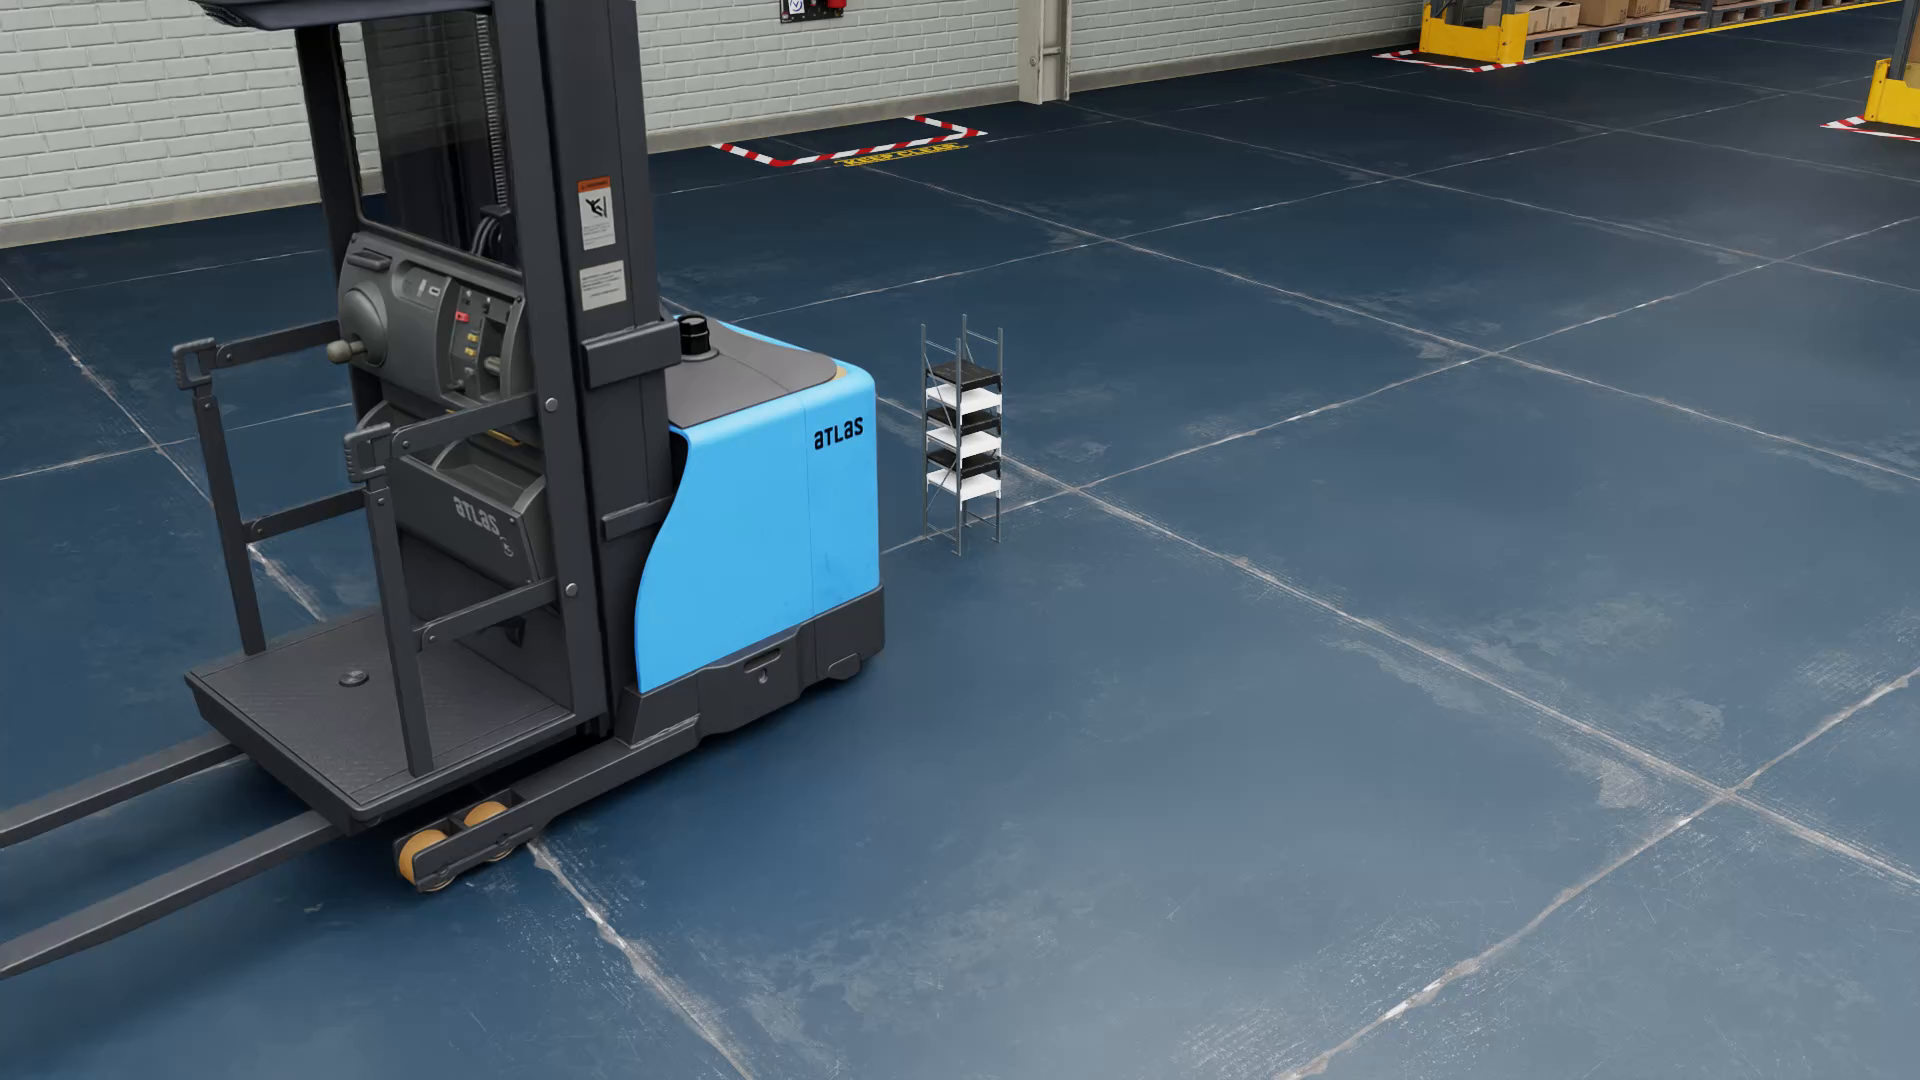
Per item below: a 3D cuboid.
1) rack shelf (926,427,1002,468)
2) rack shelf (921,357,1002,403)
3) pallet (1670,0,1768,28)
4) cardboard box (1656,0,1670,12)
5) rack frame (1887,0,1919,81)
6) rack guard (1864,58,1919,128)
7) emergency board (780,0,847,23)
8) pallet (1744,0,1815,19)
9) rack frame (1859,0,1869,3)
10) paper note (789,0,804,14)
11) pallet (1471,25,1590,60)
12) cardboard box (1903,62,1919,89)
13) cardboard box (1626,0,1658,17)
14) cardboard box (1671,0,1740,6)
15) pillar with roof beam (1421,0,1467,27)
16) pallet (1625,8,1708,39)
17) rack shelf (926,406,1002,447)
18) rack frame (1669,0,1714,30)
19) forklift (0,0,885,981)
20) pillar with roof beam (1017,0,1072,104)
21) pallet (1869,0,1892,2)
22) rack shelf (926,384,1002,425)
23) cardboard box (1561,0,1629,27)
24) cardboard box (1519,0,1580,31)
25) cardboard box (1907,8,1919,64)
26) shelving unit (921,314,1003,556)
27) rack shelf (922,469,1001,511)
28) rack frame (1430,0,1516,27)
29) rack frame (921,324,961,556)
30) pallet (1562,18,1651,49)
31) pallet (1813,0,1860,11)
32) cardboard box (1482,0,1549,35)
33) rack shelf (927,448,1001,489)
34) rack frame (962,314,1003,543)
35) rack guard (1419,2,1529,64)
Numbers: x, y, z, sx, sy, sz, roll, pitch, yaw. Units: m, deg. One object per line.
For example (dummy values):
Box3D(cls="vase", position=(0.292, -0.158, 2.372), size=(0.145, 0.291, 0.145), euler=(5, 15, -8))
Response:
Box3D(cls="rack shelf", position=(0.006, -0.380, 6.579), size=(0.200, 0.077, 0.258), euler=(-18, 31, -34))
Box3D(cls="rack shelf", position=(0.006, -0.625, 6.465), size=(0.200, 0.077, 0.258), euler=(-18, 31, -34))
Box3D(cls="pallet", position=(9.251, -6.588, 20.693), size=(1.213, 0.211, 1.003), euler=(-18, 31, -34))
Box3D(cls="cardboard box", position=(8.237, -6.415, 19.853), size=(0.380, 0.166, 0.250), euler=(22, 33, 39))
Box3D(cls="rack frame", position=(8.551, -4.971, 13.897), size=(0.127, 3.000, 1.000), euler=(-18, 31, -34))
Box3D(cls="rack guard", position=(8.532, -3.830, 14.410), size=(0.348, 0.500, 1.175), euler=(-18, 31, -34))
Box3D(cls="emergency board", position=(-1.181, -4.891, 13.726), size=(0.643, 1.169, 0.194), euler=(-18, 31, -34))
Box3D(cls="pallet", position=(10.211, -6.906, 21.380), size=(1.213, 0.211, 1.003), euler=(-18, 31, -34))
Box3D(cls="rack frame", position=(11.787, -8.689, 21.908), size=(0.127, 3.000, 1.000), euler=(-18, 31, -34))
Box3D(cls="paper note", position=(-1.363, -4.468, 13.861), size=(0.142, 0.148, 0.016), euler=(-18, 31, -34))
Box3D(cls="pallet", position=(6.212, -5.565, 18.490), size=(1.213, 0.211, 1.003), euler=(-18, 31, -34))
Box3D(cls="cardboard box", position=(8.791, -4.151, 14.898), size=(0.500, 0.250, 0.500), euler=(-18, 31, -34))
Box3D(cls="cardboard box", position=(7.847, -6.433, 19.494), size=(0.500, 0.500, 0.500), euler=(-21, 32, -38))
Box3D(cls="cardboard box", position=(9.208, -6.912, 20.527), size=(0.500, 0.500, 0.700), euler=(-17, 30, -32))
Box3D(cls="pillar with roof beam", position=(8.165, -8.374, 14.104), size=(0.400, 9.000, 9.100), euler=(-18, 31, -34))
Box3D(cls="pallet", position=(8.132, -6.199, 19.855), size=(1.213, 0.211, 1.003), euler=(-18, 31, -34))
Box3D(cls="rack shelf", position=(0.006, -0.462, 6.541), size=(0.200, 0.077, 0.258), euler=(-18, 31, -34))
Box3D(cls="rack frame", position=(8.639, -7.650, 19.670), size=(0.127, 3.000, 1.000), euler=(-18, 31, -34))
Box3D(cls="forklift", position=(-1.642, -0.594, 4.548), size=(1.130, 2.935, 3.031), euler=(22, 33, 39))
Box3D(cls="pillar with roof beam", position=(3.443, -6.815, 10.746), size=(0.400, 9.000, 9.100), euler=(-18, 31, -34))
Box3D(cls="pallet", position=(12.454, -7.604, 22.883), size=(1.213, 0.211, 1.003), euler=(-18, 31, -34))
Box3D(cls="rack shelf", position=(0.006, -0.543, 6.503), size=(0.200, 0.077, 0.258), euler=(-18, 31, -34))
Box3D(cls="cardboard box", position=(7.148, -6.148, 18.881), size=(0.500, 0.500, 0.700), euler=(-21, 32, -37))
Box3D(cls="cardboard box", position=(6.540, -5.889, 18.546), size=(0.500, 0.311, 0.500), euler=(-15, 29, -30))
Box3D(cls="cardboard box", position=(8.789, -4.492, 14.742), size=(0.500, 0.500, 0.500), euler=(-18, 31, -34))
Box3D(cls="shelving unit", position=(0.006, -0.410, 6.565), size=(0.210, 0.900, 0.258), euler=(-18, 31, -34))
Box3D(cls="rack shelf", position=(0.006, -0.217, 6.655), size=(0.200, 0.077, 0.258), euler=(-18, 31, -34))
Box3D(cls="rack frame", position=(5.491, -6.611, 17.431), size=(0.127, 3.000, 1.000), euler=(-18, 31, -34))
Box3D(cls="rack frame", position=(-0.074, -0.384, 6.508), size=(0.006, 0.900, 0.240), euler=(-18, 31, -34))
Box3D(cls="pallet", position=(7.172, -5.880, 19.169), size=(1.213, 0.211, 1.003), euler=(-18, 31, -34))
Box3D(cls="pallet", position=(11.171, -7.221, 22.059), size=(1.213, 0.211, 1.003), euler=(-18, 31, -34))
Box3D(cls="cardboard box", position=(6.091, -5.740, 18.227), size=(0.500, 0.311, 0.500), euler=(-23, 33, -40))
Box3D(cls="rack shelf", position=(0.006, -0.298, 6.617), size=(0.200, 0.077, 0.258), euler=(-18, 31, -34))
Box3D(cls="rack frame", position=(0.086, -0.437, 6.622), size=(0.006, 0.900, 0.240), euler=(-18, 31, -34))
Box3D(cls="rack guard", position=(5.551, -5.496, 17.999), size=(0.348, 0.500, 1.175), euler=(-18, 31, -34))
